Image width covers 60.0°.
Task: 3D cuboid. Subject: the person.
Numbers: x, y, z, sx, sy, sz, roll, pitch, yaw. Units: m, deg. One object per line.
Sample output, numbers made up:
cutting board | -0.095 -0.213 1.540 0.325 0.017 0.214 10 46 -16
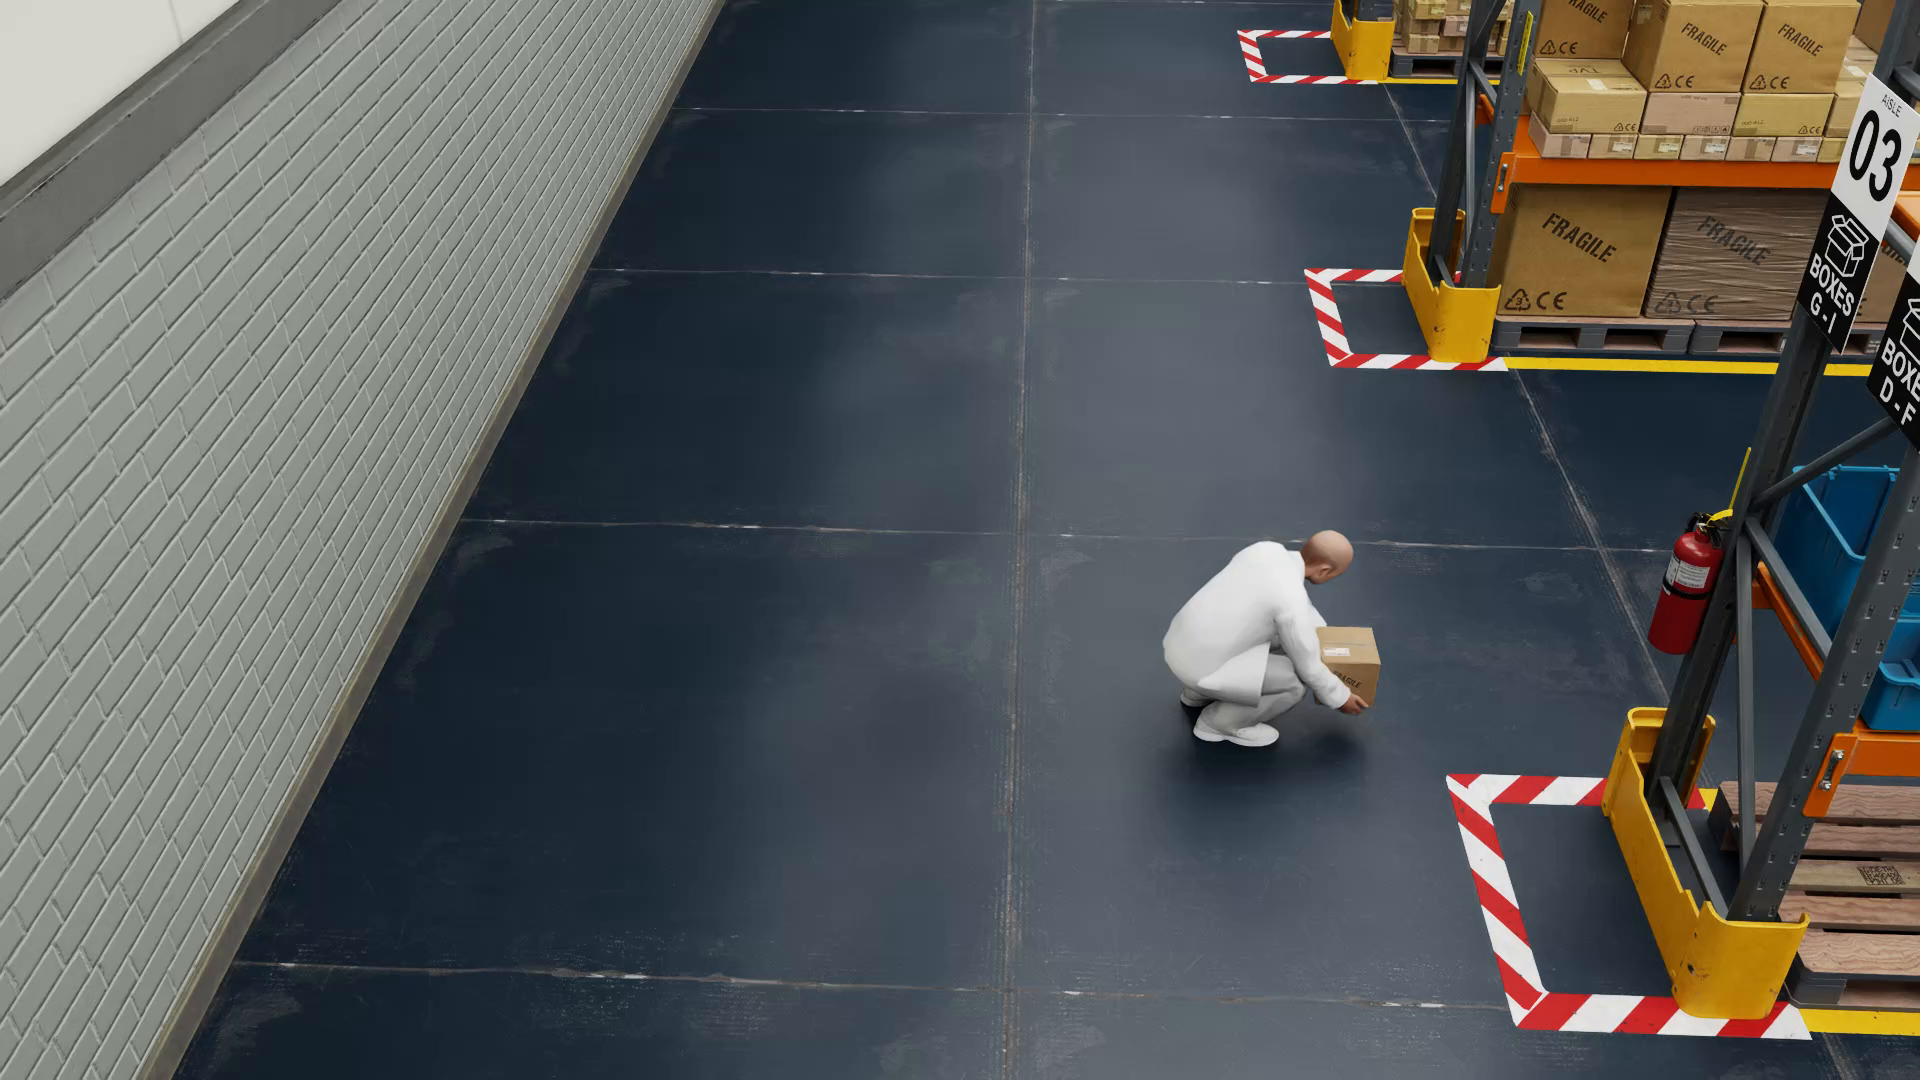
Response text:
person | 1.338 0.406 7.239 0.896 0.998 0.595 1 35 2
